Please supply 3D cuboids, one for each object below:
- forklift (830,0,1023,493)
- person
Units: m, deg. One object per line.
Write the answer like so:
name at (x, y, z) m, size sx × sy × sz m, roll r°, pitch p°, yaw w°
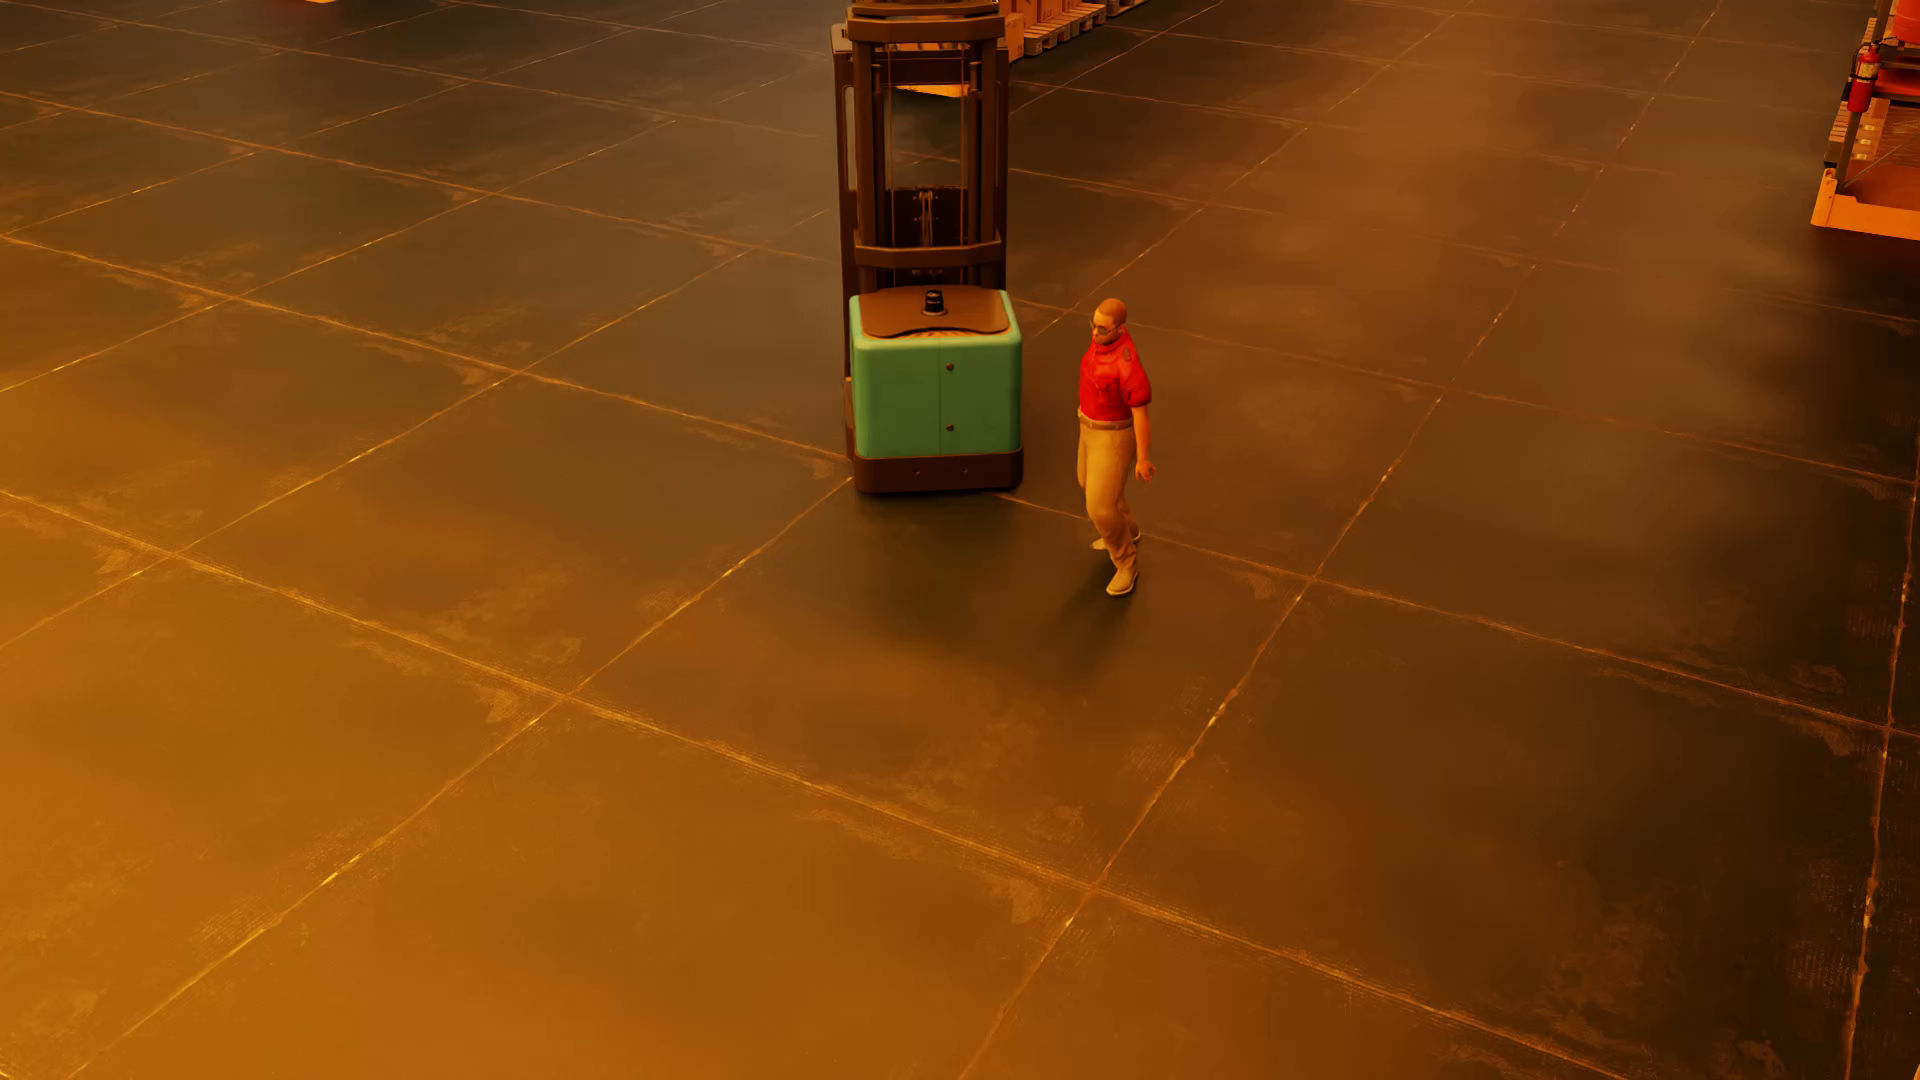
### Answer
forklift at (-0.263, -2.273, 11.009) m, size 1.130 × 2.935 × 3.031 m, roll -3°, pitch 30°, yaw -5°
person at (0.886, -0.602, 9.422) m, size 0.456 × 1.713 × 0.896 m, roll -5°, pitch 30°, yaw -9°
